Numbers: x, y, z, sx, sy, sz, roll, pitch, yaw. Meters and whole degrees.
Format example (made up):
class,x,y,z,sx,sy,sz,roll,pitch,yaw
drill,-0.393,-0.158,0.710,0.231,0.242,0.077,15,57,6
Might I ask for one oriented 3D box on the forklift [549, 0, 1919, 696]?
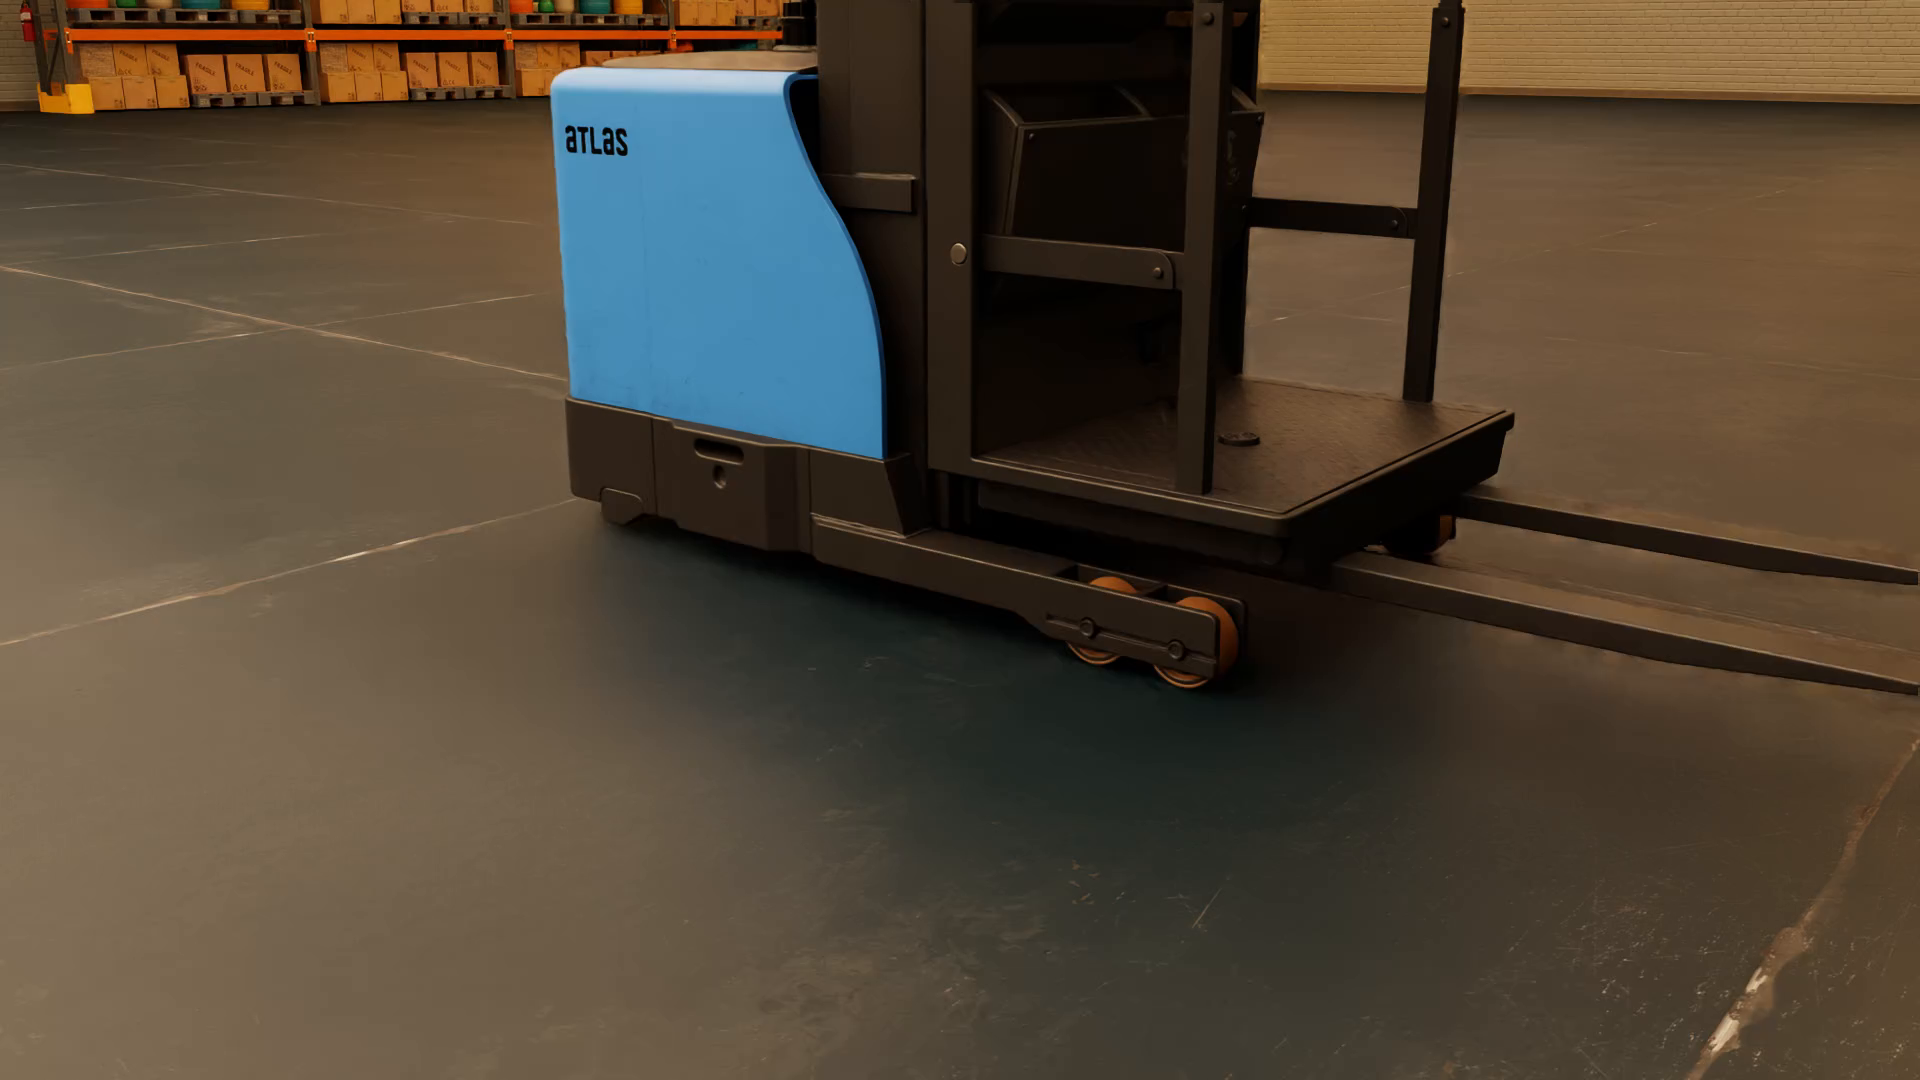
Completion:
class,x,y,z,sx,sy,sz,roll,pitch,yaw
forklift,0.513,-1.305,3.194,3.031,2.935,1.130,13,21,36
